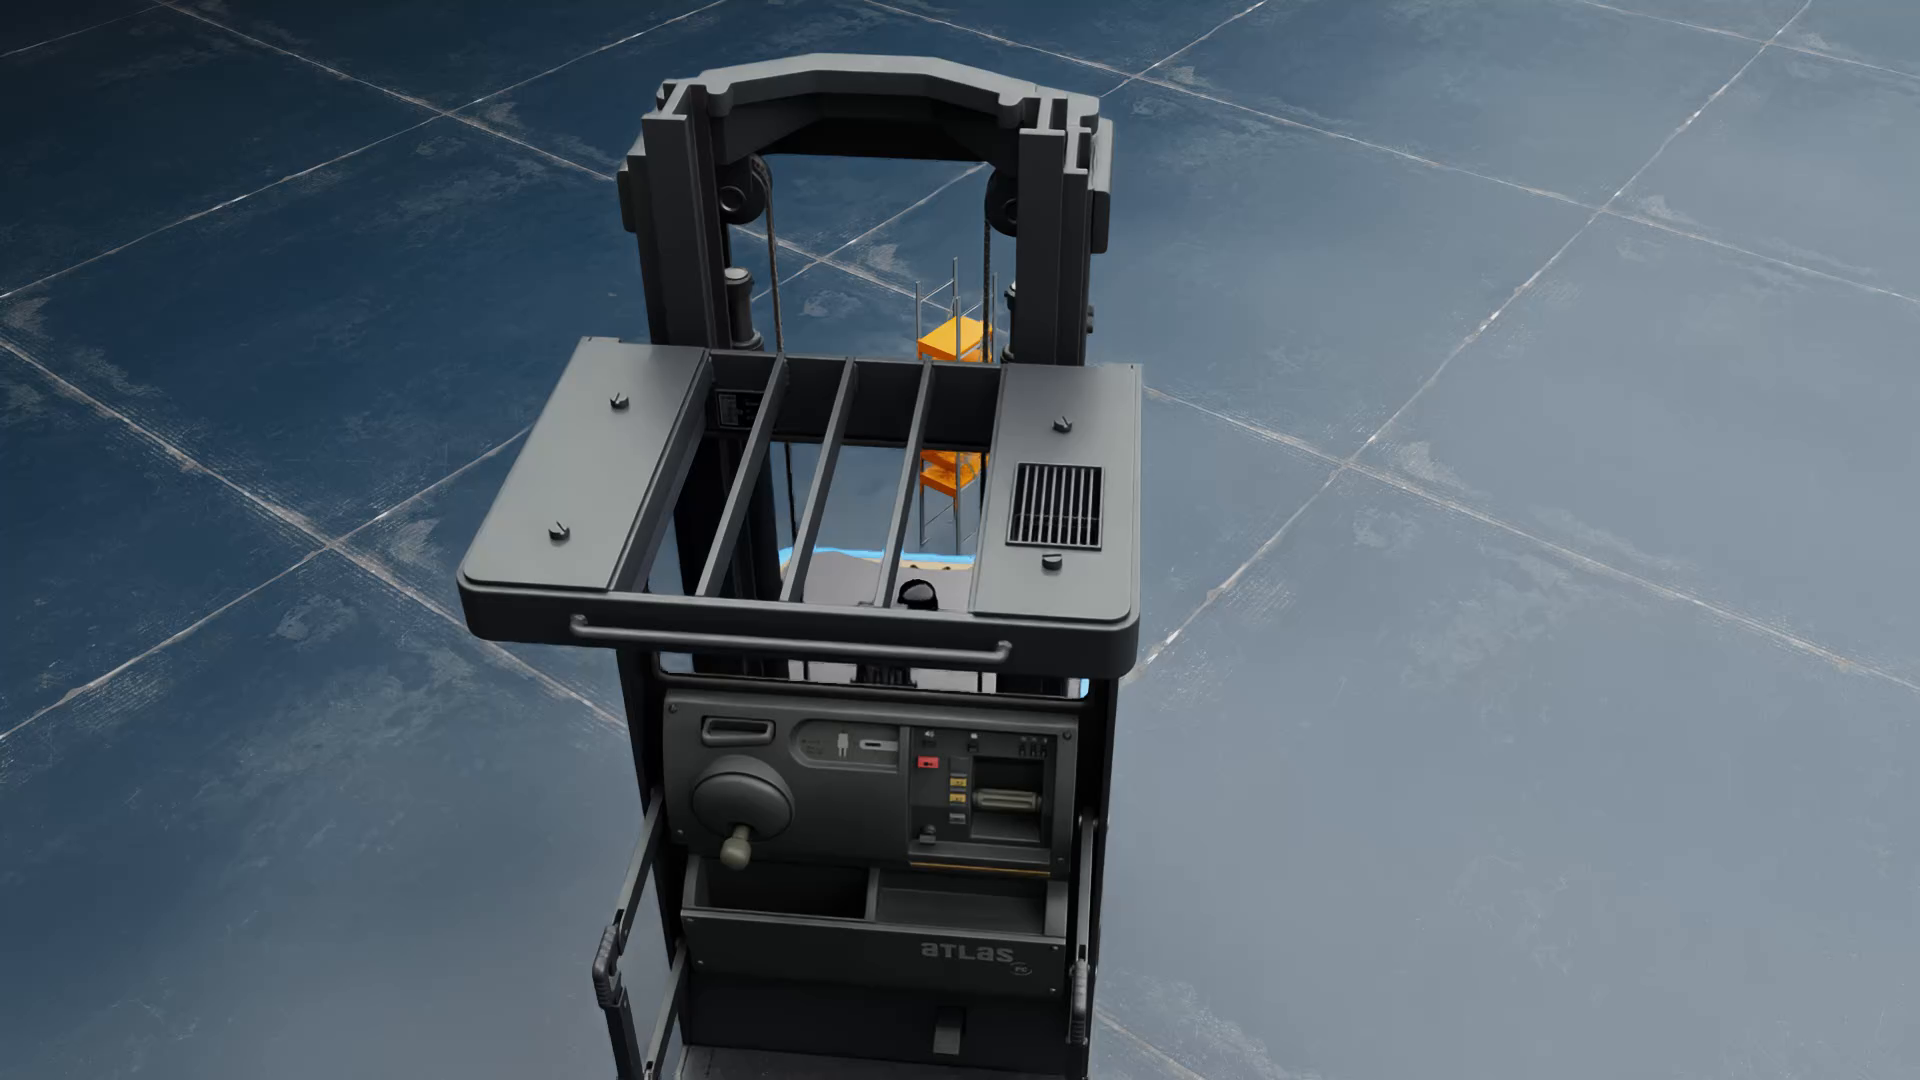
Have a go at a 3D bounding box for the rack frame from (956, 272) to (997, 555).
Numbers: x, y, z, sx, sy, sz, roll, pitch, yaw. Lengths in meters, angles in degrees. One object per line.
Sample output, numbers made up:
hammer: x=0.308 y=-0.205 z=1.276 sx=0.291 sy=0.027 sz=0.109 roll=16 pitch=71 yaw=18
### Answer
rack frame: x=0.061 y=-0.444 z=6.343 sx=0.006 sy=1.200 sz=0.240 roll=25 pitch=45 yaw=29

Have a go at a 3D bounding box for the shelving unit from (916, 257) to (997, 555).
shelving unit: x=-0.011 y=-0.478 z=6.387 sx=0.189 sy=1.200 sz=0.258 roll=25 pitch=45 yaw=29

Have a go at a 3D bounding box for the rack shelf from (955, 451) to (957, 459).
rack shelf: x=-0.011 y=-0.443 z=6.414 sx=0.180 sy=0.103 sz=0.258 roll=25 pitch=45 yaw=29

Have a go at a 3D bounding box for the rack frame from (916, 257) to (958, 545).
rack frame: x=-0.084 y=-0.512 z=6.431 sx=0.006 sy=1.200 sz=0.240 roll=25 pitch=45 yaw=29

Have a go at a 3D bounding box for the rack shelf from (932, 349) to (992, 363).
rack shelf: x=-0.012 y=-0.632 z=6.266 sx=0.180 sy=0.103 sz=0.258 roll=25 pitch=45 yaw=29

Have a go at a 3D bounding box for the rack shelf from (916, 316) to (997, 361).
rack shelf: x=-0.012 y=-0.726 z=6.193 sx=0.180 sy=0.103 sz=0.258 roll=25 pitch=45 yaw=29

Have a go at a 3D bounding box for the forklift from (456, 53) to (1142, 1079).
forklift: x=-0.223 y=0.632 z=3.565 sx=1.130 sy=2.935 sz=3.031 roll=3 pitch=38 yaw=4

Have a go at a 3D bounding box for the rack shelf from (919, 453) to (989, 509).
rack shelf: x=-0.011 y=-0.254 z=6.562 sx=0.180 sy=0.103 sz=0.258 roll=25 pitch=45 yaw=29

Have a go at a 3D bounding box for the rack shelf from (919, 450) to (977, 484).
rack shelf: x=-0.011 y=-0.348 z=6.488 sx=0.180 sy=0.103 sz=0.258 roll=25 pitch=45 yaw=29
